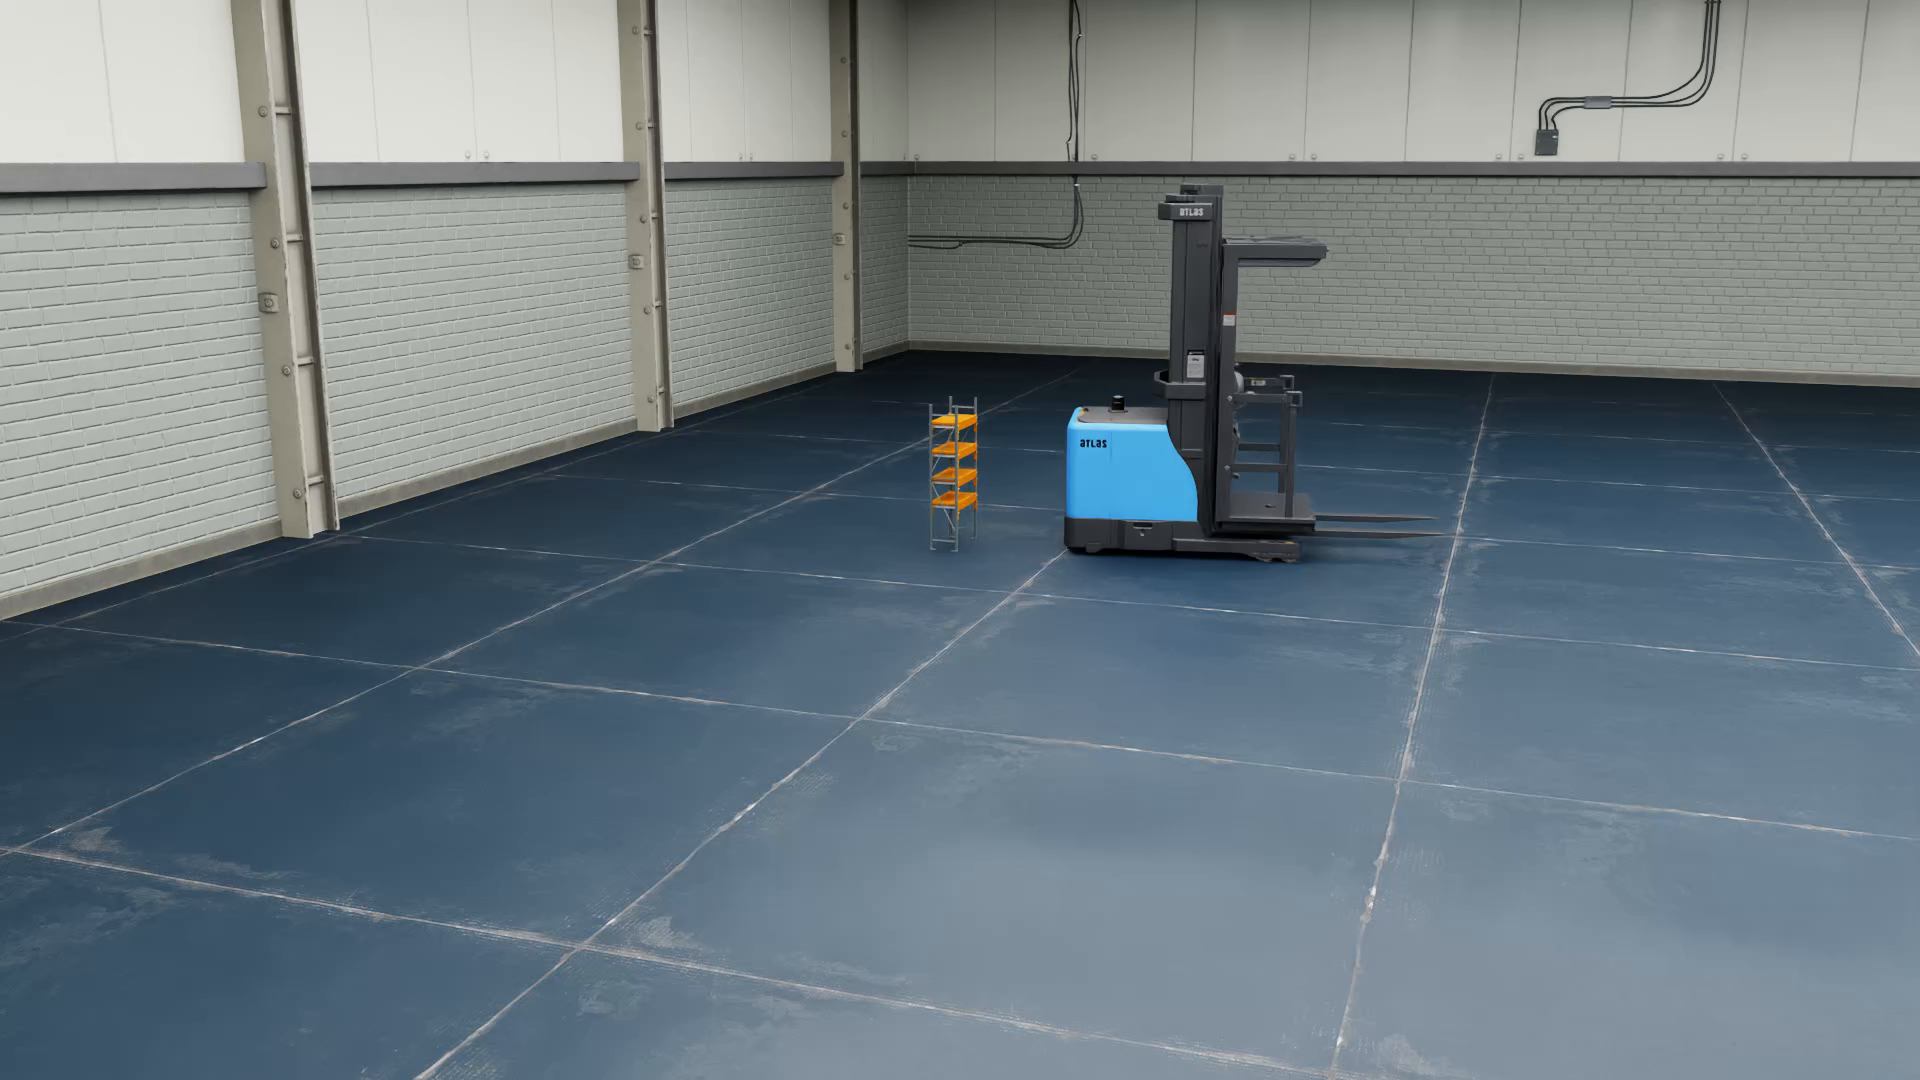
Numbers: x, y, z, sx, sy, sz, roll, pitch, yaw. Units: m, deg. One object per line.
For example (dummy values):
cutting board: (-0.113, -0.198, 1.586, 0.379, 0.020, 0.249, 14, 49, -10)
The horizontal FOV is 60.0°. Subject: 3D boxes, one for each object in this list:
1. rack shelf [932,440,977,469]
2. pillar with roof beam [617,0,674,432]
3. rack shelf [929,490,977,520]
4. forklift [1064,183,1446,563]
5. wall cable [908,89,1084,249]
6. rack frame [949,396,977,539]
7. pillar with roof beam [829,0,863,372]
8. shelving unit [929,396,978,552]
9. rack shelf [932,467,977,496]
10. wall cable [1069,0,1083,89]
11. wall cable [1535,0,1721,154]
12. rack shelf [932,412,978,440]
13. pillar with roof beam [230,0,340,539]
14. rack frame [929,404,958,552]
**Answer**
rack shelf: (-0.054, -0.703, 13.667, 0.258, 0.148, 0.480, 4, 14, 18)
pillar with roof beam: (0.437, -5.405, 17.447, 9.100, 9.000, 0.400, 4, 14, 18)
rack shelf: (-0.054, -0.291, 13.761, 0.258, 0.148, 0.480, 4, 14, 18)
forklift: (2.402, -1.375, 13.427, 3.031, 2.935, 1.130, 2, 13, 7)
wall cable: (0.510, -5.990, 26.986, 3.097, 2.526, 0.112, 4, 14, 18)
rack frame: (0.025, -0.601, 13.927, 0.240, 1.200, 0.015, 4, 14, 18)
pillar with roof beam: (2.379, -6.669, 22.982, 9.100, 9.000, 0.400, 4, 14, 18)
shelving unit: (-0.054, -0.550, 13.702, 0.258, 1.200, 0.503, 4, 14, 18)
rack shelf: (-0.054, -0.485, 13.717, 0.258, 0.148, 0.480, 4, 14, 18)
wall cable: (3.070, -8.257, 25.571, 3.097, 2.526, 0.112, 4, 14, 18)
wall cable: (9.487, -8.475, 23.253, 2.305, 6.003, 0.169, 4, 14, 18)
rack shelf: (-0.054, -0.933, 13.614, 0.258, 0.148, 0.480, 4, 14, 18)
pillar with roof beam: (-1.504, -4.142, 11.912, 9.100, 9.000, 0.400, 4, 14, 18)
rack frame: (-0.132, -0.499, 13.477, 0.240, 1.200, 0.015, 4, 14, 18)
